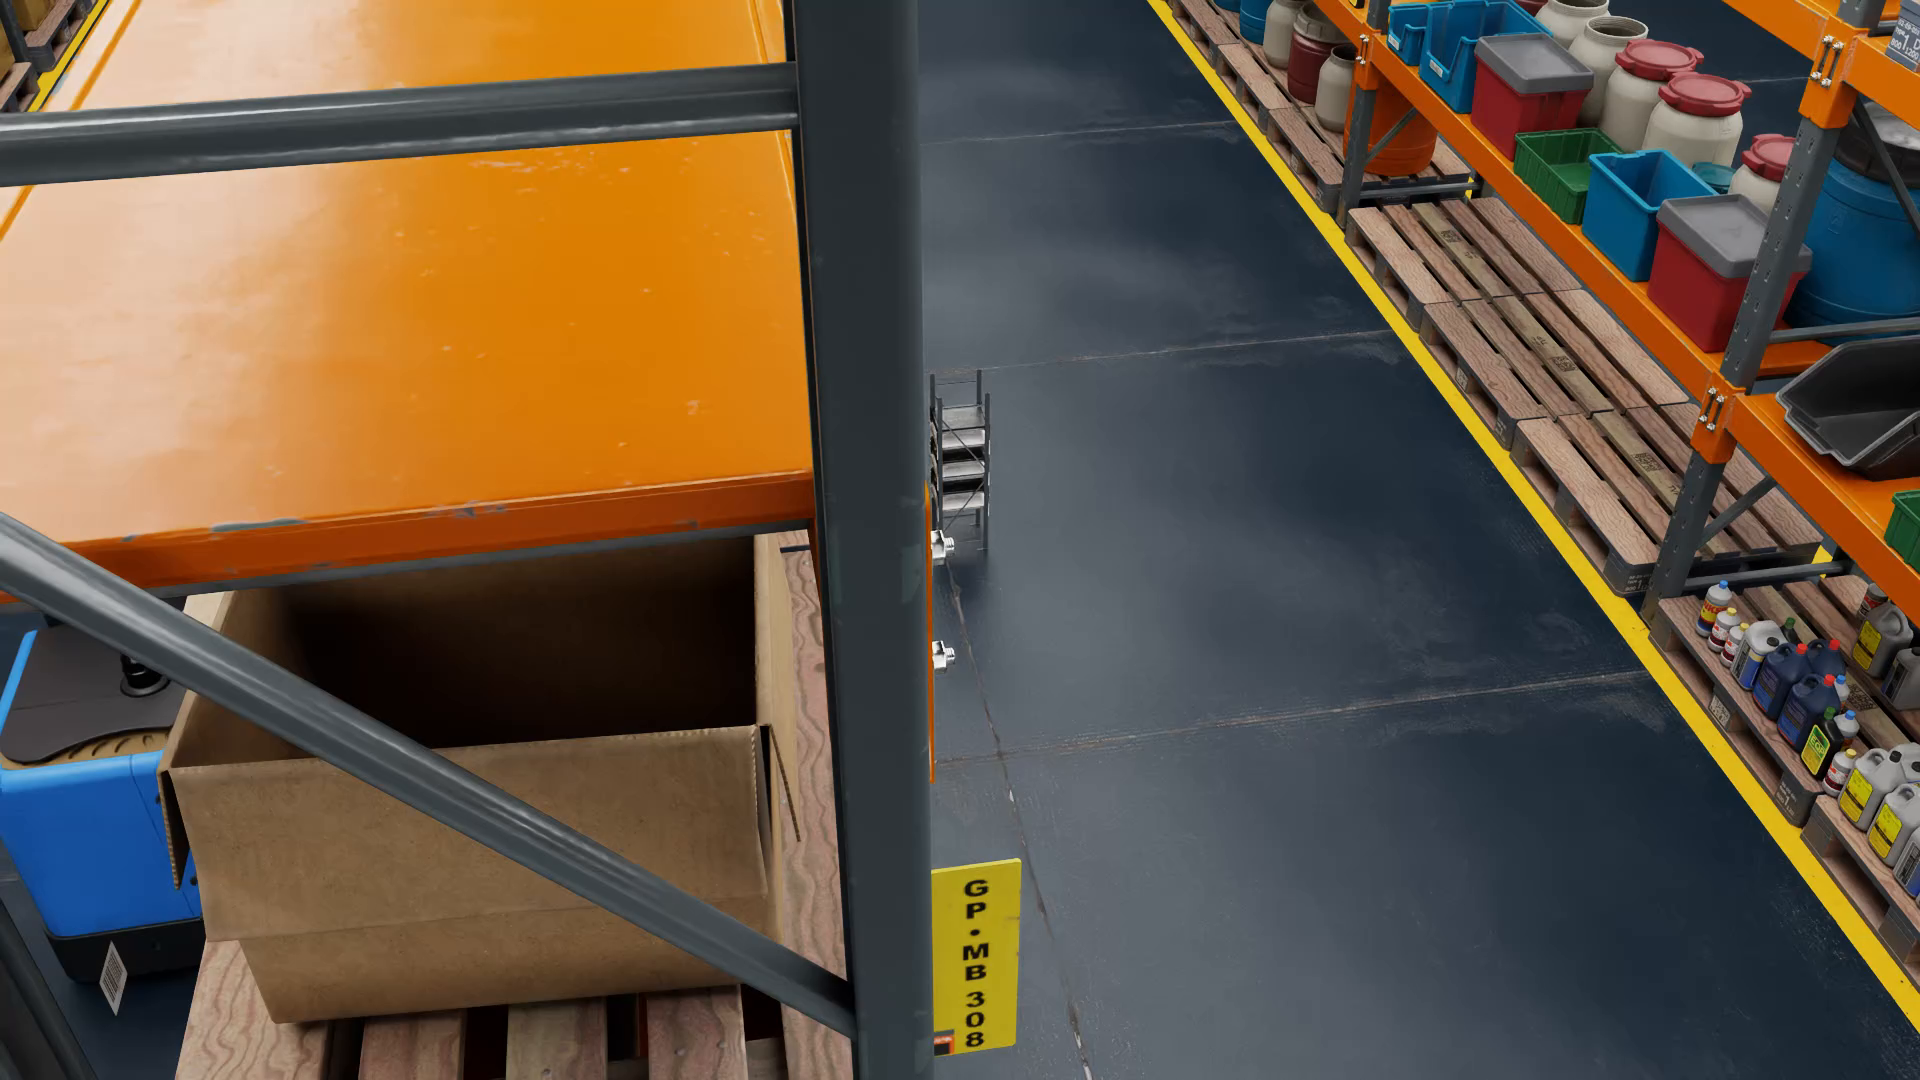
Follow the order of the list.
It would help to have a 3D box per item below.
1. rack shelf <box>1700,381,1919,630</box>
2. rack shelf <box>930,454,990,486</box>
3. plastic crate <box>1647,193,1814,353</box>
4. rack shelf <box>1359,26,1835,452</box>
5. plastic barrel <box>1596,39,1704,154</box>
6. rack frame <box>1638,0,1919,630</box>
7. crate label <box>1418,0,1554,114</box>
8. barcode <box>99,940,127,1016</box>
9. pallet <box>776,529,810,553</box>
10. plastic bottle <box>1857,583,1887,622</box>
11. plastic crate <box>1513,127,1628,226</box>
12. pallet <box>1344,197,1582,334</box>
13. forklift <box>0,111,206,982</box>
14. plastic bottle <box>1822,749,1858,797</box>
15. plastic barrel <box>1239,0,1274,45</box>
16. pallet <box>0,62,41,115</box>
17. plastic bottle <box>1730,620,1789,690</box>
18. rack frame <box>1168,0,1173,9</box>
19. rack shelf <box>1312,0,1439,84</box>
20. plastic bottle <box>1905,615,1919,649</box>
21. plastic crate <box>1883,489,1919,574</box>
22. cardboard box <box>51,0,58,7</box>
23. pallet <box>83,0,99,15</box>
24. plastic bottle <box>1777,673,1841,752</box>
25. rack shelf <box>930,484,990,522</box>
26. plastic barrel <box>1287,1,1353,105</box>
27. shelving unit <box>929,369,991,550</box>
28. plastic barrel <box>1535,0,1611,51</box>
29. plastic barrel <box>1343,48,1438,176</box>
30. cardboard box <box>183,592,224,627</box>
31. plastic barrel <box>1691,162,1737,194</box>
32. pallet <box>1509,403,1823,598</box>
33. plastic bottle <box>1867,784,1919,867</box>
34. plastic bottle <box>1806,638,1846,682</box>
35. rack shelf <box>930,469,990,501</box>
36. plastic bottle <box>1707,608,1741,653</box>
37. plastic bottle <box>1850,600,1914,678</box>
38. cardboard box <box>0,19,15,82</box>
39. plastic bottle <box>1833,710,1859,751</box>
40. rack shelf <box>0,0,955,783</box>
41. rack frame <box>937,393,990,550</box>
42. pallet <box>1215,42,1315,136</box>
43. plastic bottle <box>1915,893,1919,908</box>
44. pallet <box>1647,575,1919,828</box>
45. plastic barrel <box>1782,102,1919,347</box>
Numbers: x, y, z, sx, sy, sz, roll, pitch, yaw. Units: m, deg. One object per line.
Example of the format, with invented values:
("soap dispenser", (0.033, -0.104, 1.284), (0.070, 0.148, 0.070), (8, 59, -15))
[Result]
("rack shelf", (3.995, 0.638, 5.470), (1.077, 0.370, 4.000), (-6, 38, -8))
("rack shelf", (-0.001, -0.334, 7.901), (0.258, 0.077, 0.200), (-6, 38, -8))
("plastic crate", (3.259, -1.139, 7.119), (0.402, 0.464, 0.583), (-6, 38, -8))
("rack shelf", (3.294, -1.778, 8.580), (1.077, 0.370, 4.000), (-6, 38, -8))
("plastic barrel", (3.488, -2.214, 8.443), (0.433, 0.535, 0.433), (0, 38, 0))
("rack frame", (3.645, -0.854, 6.804), (1.000, 3.000, 0.127), (-6, 38, -8))
("crate label", (2.851, -2.655, 9.093), (0.502, 0.435, 0.616), (-6, 38, -8))
("barcode", (-1.059, 0.548, 2.081), (0.001, 0.075, 0.075), (-6, 38, -8))
("pallet", (-0.847, -0.225, 3.622), (1.003, 0.211, 1.213), (-6, 38, -8))
("plastic bottle", (4.015, 0.263, 7.289), (0.097, 0.201, 0.097), (0, 38, 0))
("plastic crate", (3.062, -1.792, 8.184), (0.450, 0.188, 0.662), (-6, 38, -8))
("pallet", (3.041, -1.697, 10.162), (1.003, 0.211, 1.213), (-6, 38, -8))
("forklift", (-3.024, -0.471, 6.367), (1.130, 2.935, 3.031), (-7, 38, -9))
("plastic bottle", (3.437, 0.897, 6.473), (0.097, 0.201, 0.097), (0, 38, 0))
("plastic barrel", (2.445, -4.265, 12.563), (0.600, 0.901, 0.708), (-6, 38, -8))
("pallet", (-7.302, -3.061, 11.918), (1.003, 0.211, 1.213), (-6, 38, -8))
("plastic bottle", (3.353, 0.480, 6.949), (0.152, 0.276, 0.135), (-5, 38, -6))
("rack frame", (2.242, -5.686, 13.024), (1.000, 3.000, 0.127), (-6, 38, -8))
("rack shelf", (2.593, -4.194, 11.690), (1.077, 0.370, 4.000), (-6, 38, -8))
("plastic bottle", (4.041, 0.376, 7.021), (0.144, 0.351, 0.185), (-7, 38, -9))
("plastic crate", (3.605, 0.080, 5.775), (0.450, 0.188, 0.662), (-6, 38, -8))
("cardboard box", (-7.626, -4.566, 13.277), (0.700, 0.500, 0.500), (-7, 38, -8))
("pallet", (-7.785, -4.725, 14.060), (1.003, 0.211, 1.213), (-6, 38, -8))
("plastic bottle", (3.411, 0.665, 6.650), (0.144, 0.351, 0.185), (-8, 39, -10))
("rack shelf", (-0.001, -0.192, 8.011), (0.258, 0.077, 0.200), (-6, 38, -8))
("plastic barrel", (2.643, -3.459, 11.781), (0.600, 0.588, 0.708), (-6, 38, -8))
("shelving unit", (-0.001, -0.360, 7.880), (0.258, 0.900, 0.210), (-6, 38, -8))
("plastic barrel", (3.334, -2.716, 9.110), (0.421, 0.512, 0.421), (0, 38, 0))
("plastic barrel", (2.841, -2.872, 10.829), (0.600, 0.830, 0.708), (-6, 38, -8))
("cardboard box", (-0.993, 0.079, 2.824), (0.500, 0.250, 0.500), (-6, 38, -8))
("plastic barrel", (3.564, -1.615, 7.897), (0.301, 0.262, 0.301), (0, 38, 0))
("pallet", (3.469, -0.223, 8.265), (1.003, 0.211, 1.213), (-6, 38, -8))
("plastic bottle", (3.518, 1.034, 6.175), (0.144, 0.351, 0.185), (-5, 38, -6))
("plastic bottle", (3.520, 0.535, 6.817), (0.144, 0.351, 0.185), (-6, 38, -8))
("rack shelf", (-0.001, -0.263, 7.956), (0.258, 0.077, 0.200), (-6, 38, -8))
("plastic bottle", (3.287, 0.378, 7.140), (0.097, 0.201, 0.097), (0, 38, 0))
("plastic bottle", (3.899, 0.392, 7.001), (0.144, 0.351, 0.185), (-6, 38, -8))
("cardboard box", (-7.269, -3.559, 11.696), (0.750, 0.750, 0.750), (-6, 38, -7))
("plastic bottle", (3.473, 0.781, 6.565), (0.097, 0.271, 0.097), (0, 38, 0))
("rack shelf", (-0.882, -1.043, 3.069), (1.077, 0.370, 4.000), (-6, 38, -8))
("rack frame", (0.016, -0.299, 7.801), (0.240, 0.900, 0.006), (-6, 38, -8))
("pallet", (2.554, -3.376, 12.323), (1.003, 0.211, 1.213), (-6, 38, -8))
("plastic bottle", (3.575, 1.247, 5.962), (0.152, 0.276, 0.135), (-6, 38, -8))
("pallet", (3.721, 0.657, 7.132), (1.003, 0.211, 1.213), (-6, 38, -8))
("plastic barrel", (3.875, -1.318, 6.993), (0.600, 0.901, 0.708), (-6, 38, -8))
